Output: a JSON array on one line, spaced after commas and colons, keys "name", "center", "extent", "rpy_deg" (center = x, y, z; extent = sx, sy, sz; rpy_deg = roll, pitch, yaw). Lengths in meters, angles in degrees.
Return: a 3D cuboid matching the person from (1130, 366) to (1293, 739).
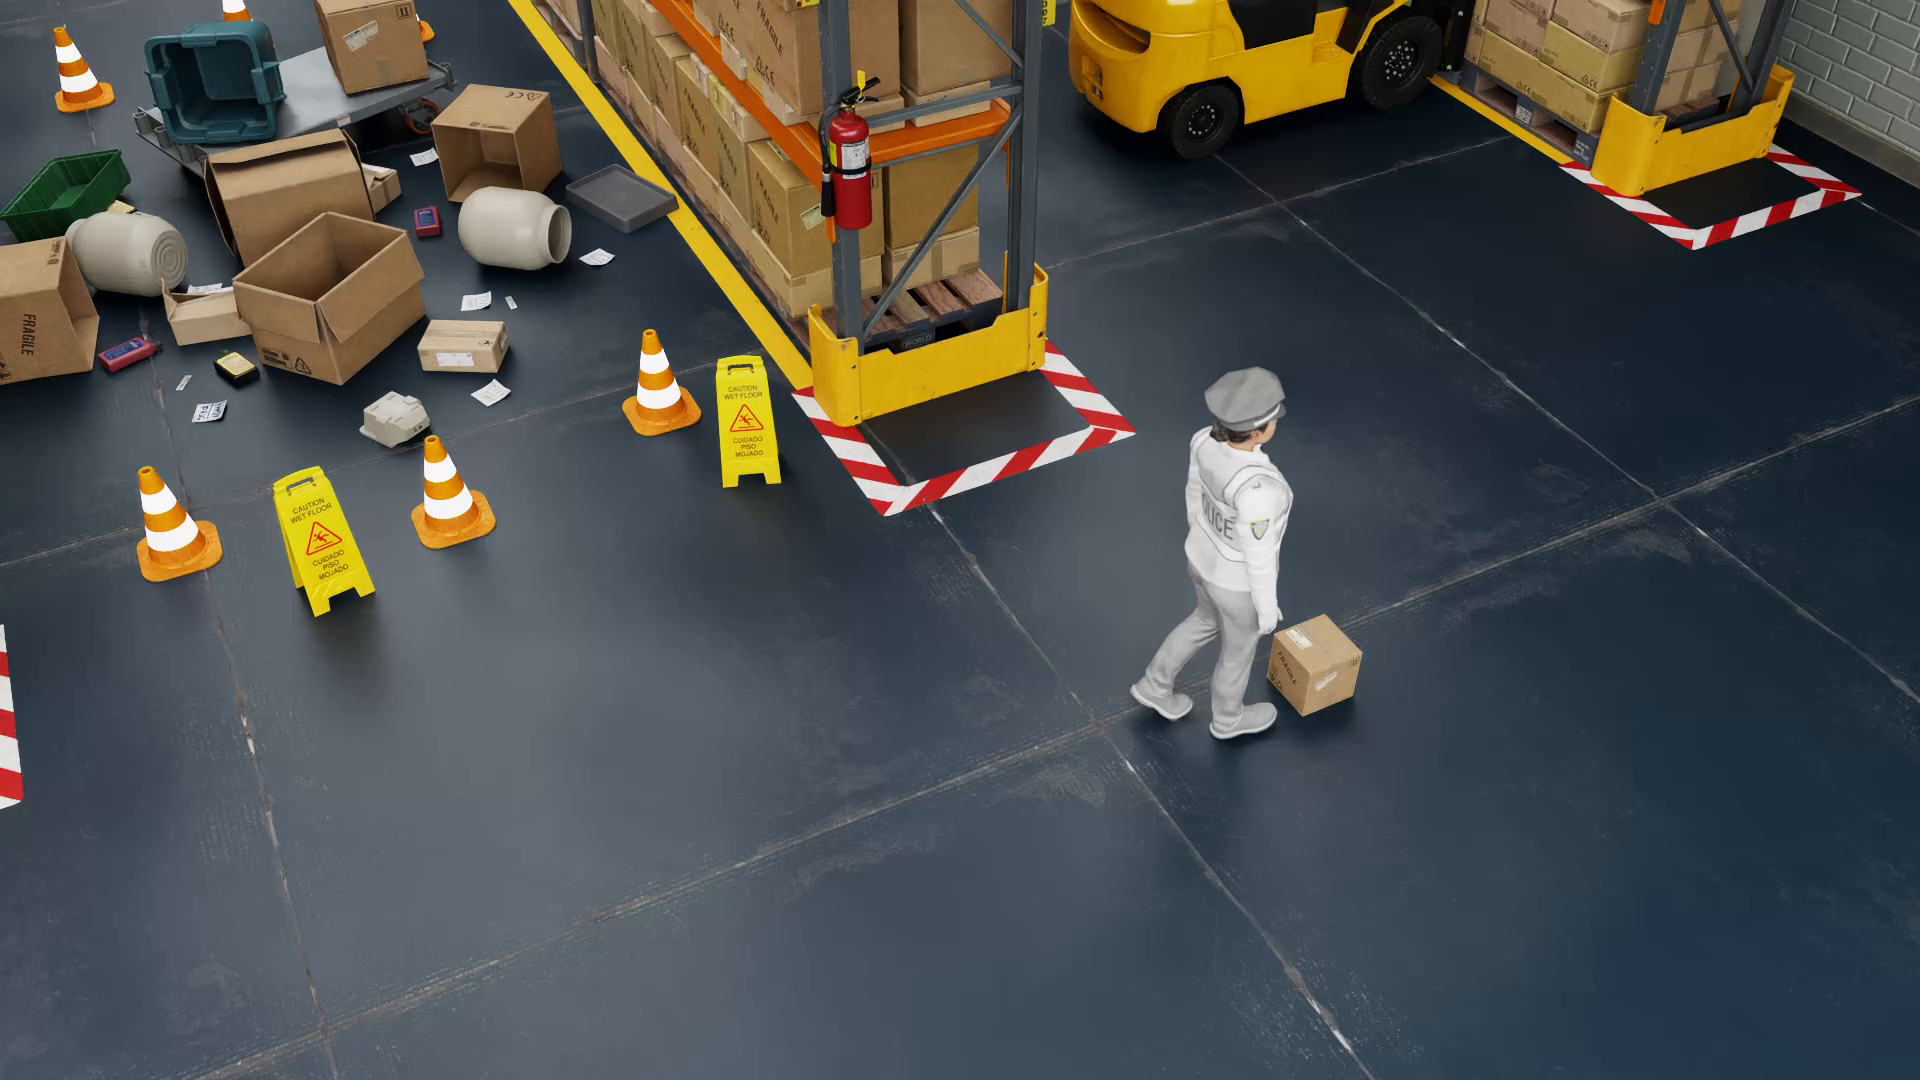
[{"name": "person", "center": [0.995, 0.111, 6.015], "extent": [0.521, 1.691, 0.506], "rpy_deg": [-13, 43, -15]}]
